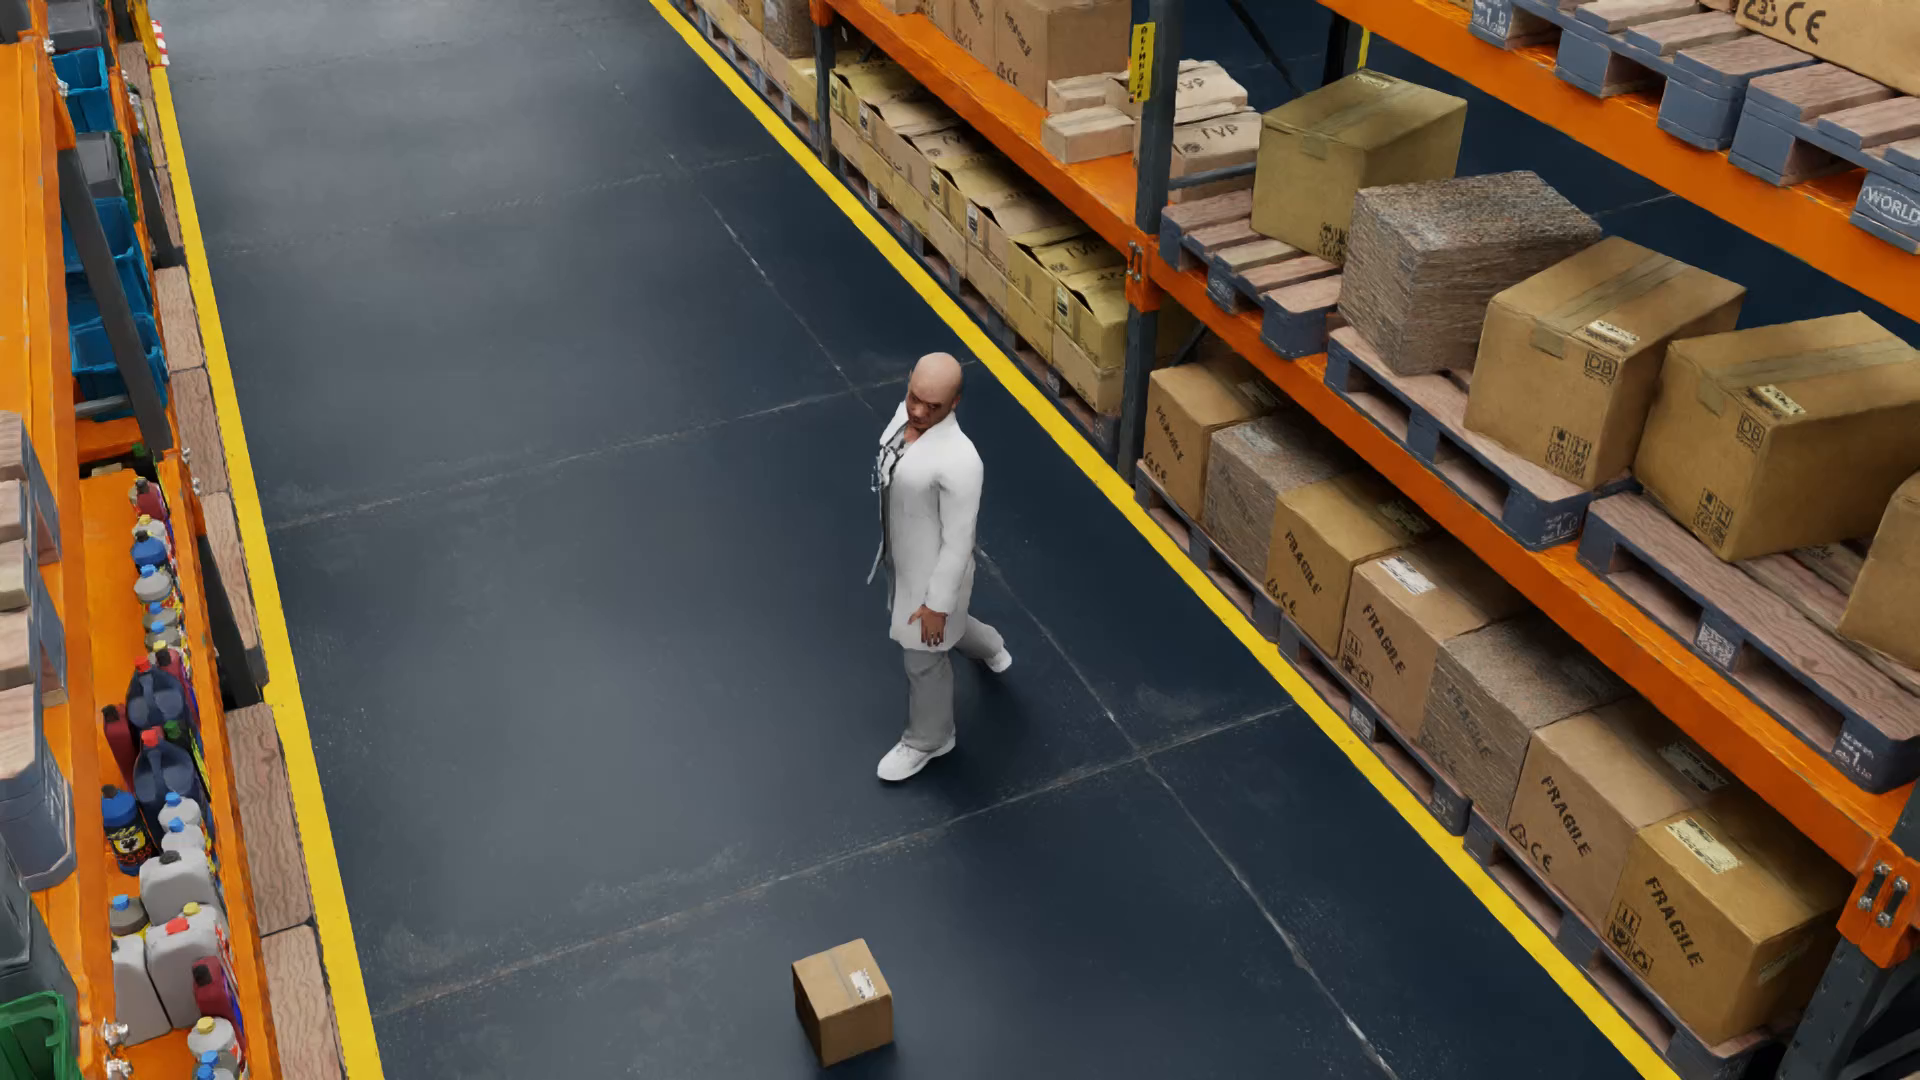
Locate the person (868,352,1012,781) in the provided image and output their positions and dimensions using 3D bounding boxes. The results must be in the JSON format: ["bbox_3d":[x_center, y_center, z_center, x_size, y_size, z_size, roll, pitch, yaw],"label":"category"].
[{"bbox_3d":[-0.077,0.033,6.117,0.666,1.775,0.787,-12,38,-16],"label":"person"}]
